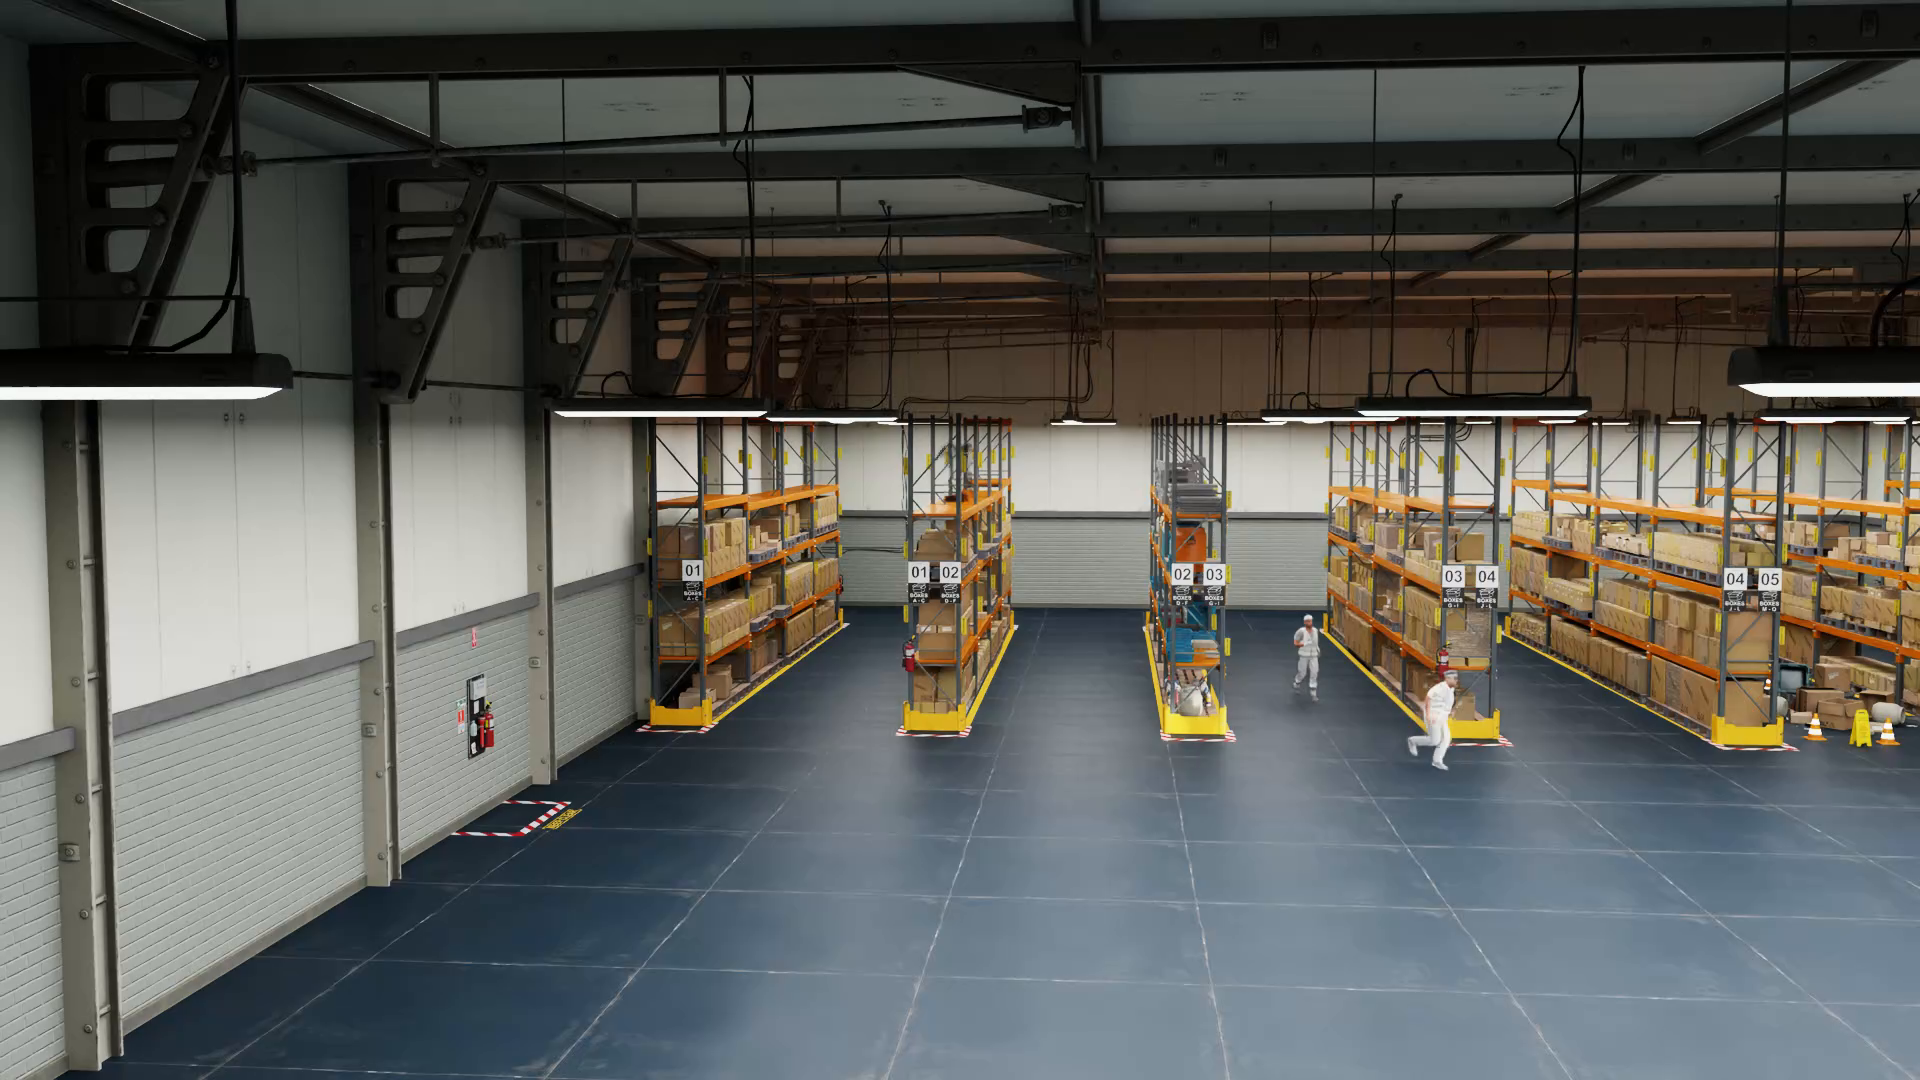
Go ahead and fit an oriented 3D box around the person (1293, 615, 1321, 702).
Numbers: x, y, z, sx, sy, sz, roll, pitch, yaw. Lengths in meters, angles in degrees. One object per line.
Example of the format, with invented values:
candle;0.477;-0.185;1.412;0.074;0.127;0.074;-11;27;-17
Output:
person;7.282;2.450;34.900;0.672;1.782;0.961;-1;4;-14

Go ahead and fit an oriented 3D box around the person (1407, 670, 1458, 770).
person;8.006;3.010;28.124;0.856;1.715;0.662;3;5;37

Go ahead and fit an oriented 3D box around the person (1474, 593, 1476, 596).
person;14.621;1.784;46.770;0.530;1.581;0.593;-2;4;-31
